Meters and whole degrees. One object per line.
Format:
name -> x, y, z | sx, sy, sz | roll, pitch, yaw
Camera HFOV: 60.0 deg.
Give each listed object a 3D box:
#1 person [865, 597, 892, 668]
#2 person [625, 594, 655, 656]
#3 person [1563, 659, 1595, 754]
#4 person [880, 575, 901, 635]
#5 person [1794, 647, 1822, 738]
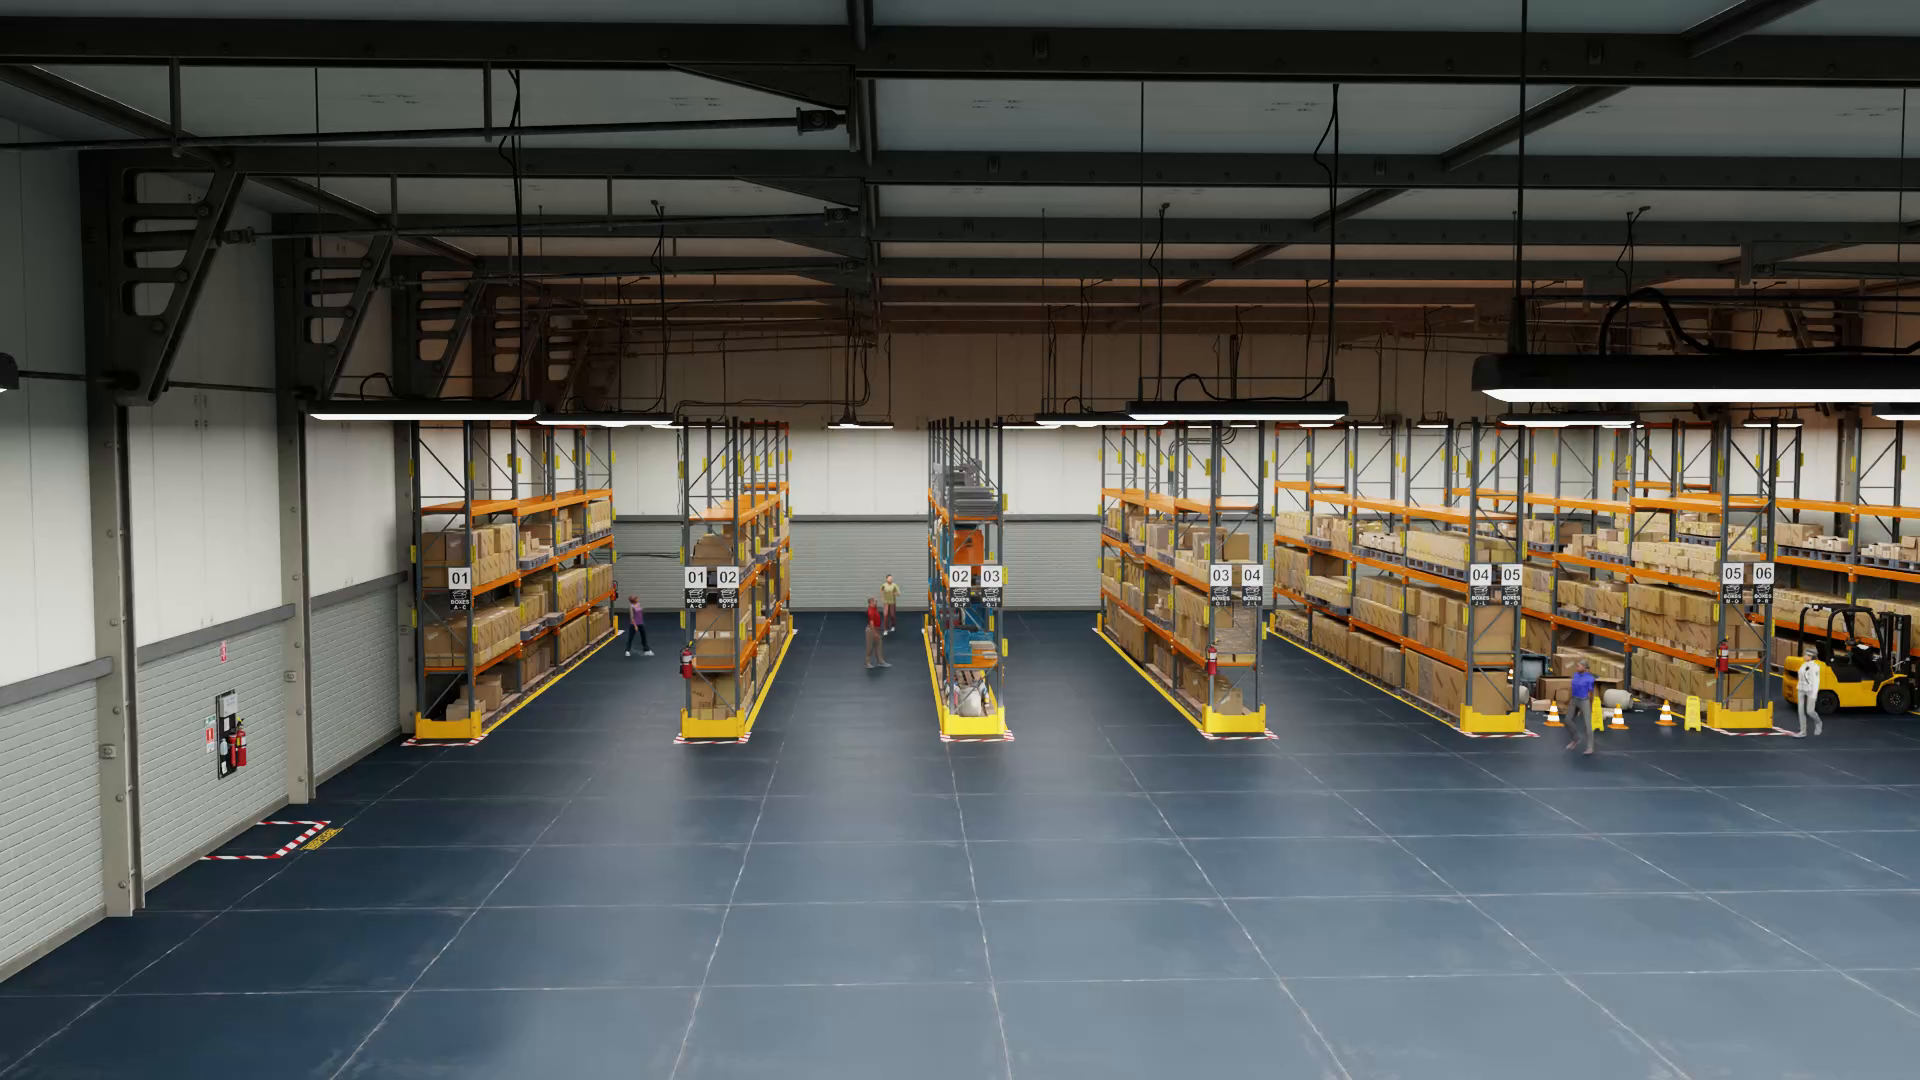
person -> -2.015, 2.241, 40.272 | 0.590, 1.717, 0.598 | 1, 4, 18
person -> -8.201, 2.177, 42.402 | 0.607, 1.552, 0.593 | 3, 5, 39
person -> 11.066, 2.951, 29.645 | 0.382, 1.678, 0.559 | -3, 5, -37
person -> -1.980, 1.822, 47.101 | 0.602, 1.708, 0.833 | 0, 4, 4
person -> 15.874, 2.844, 31.051 | 0.510, 1.686, 0.448 | -2, 4, -31
